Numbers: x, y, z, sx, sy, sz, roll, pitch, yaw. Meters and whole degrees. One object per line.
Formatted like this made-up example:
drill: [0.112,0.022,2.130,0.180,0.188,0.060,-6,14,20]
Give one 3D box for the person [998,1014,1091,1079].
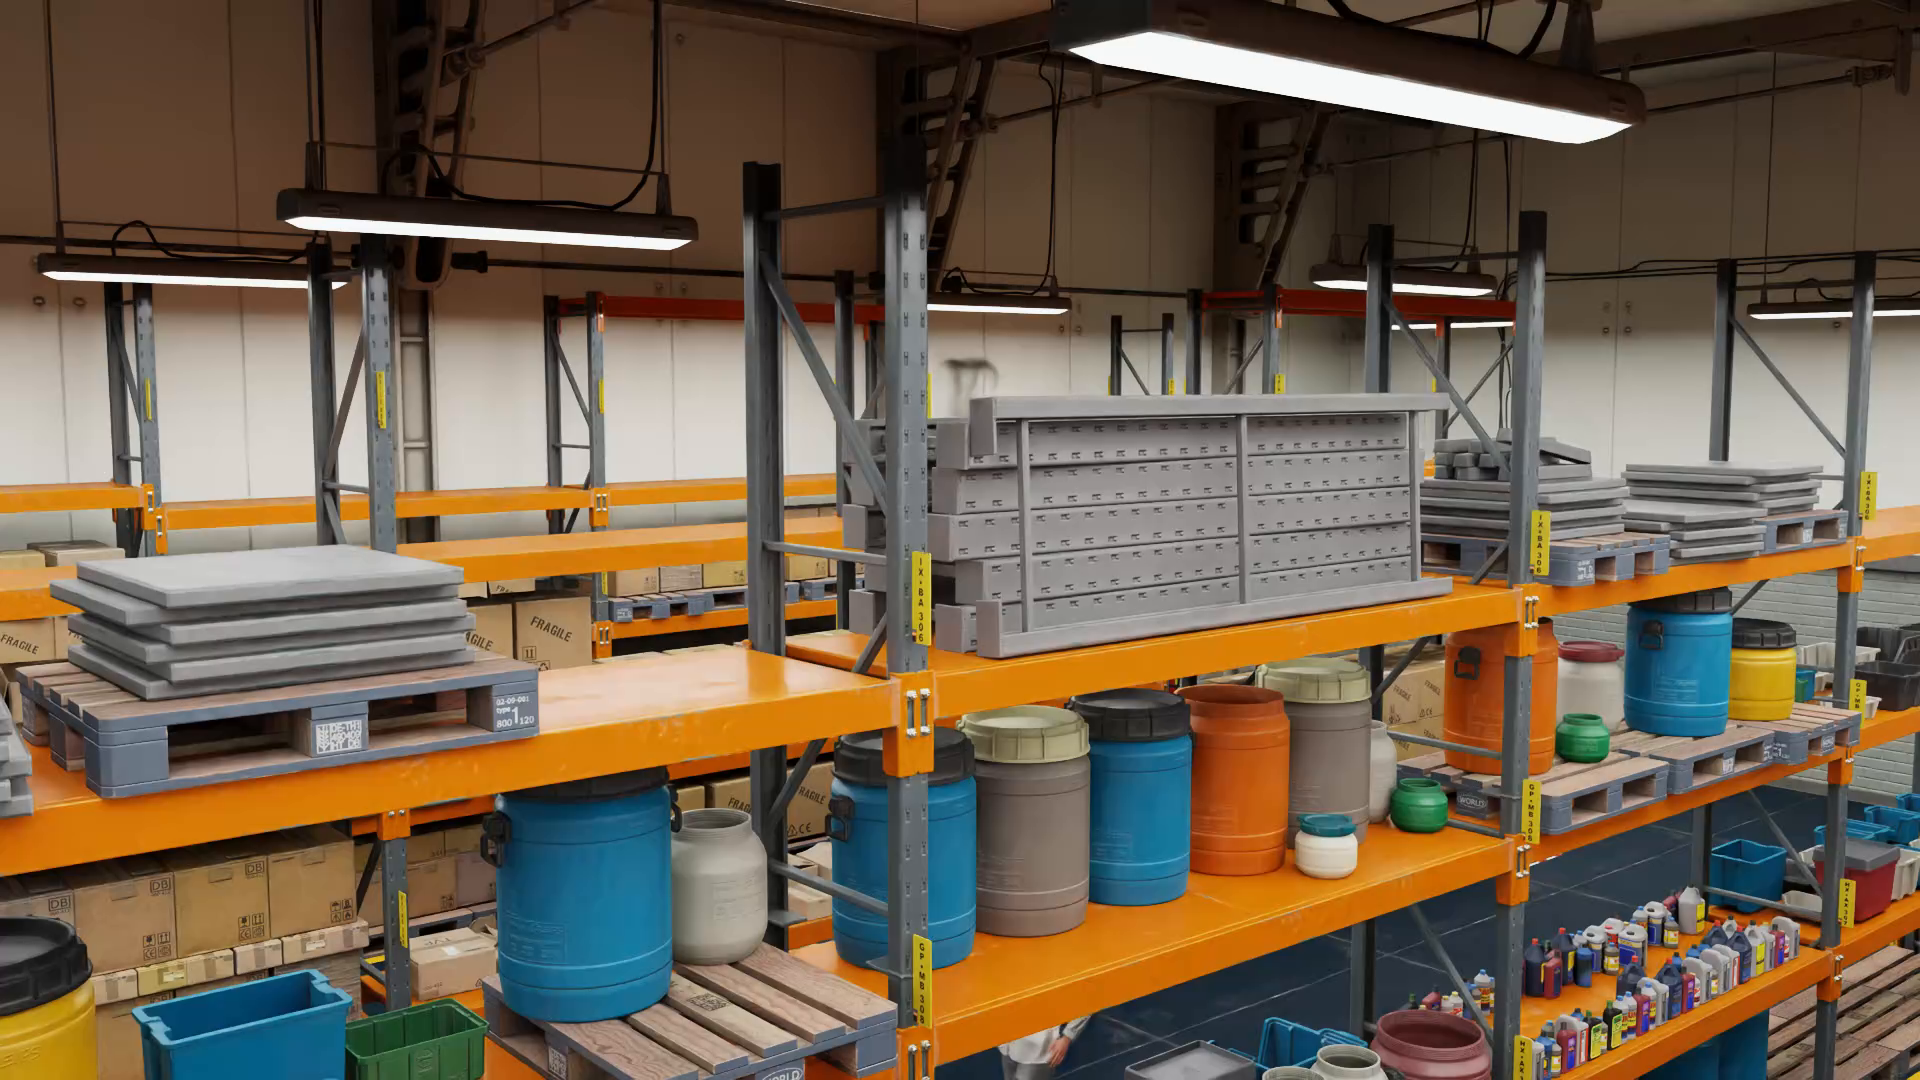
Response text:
person: [0.432,3.260,10.578,0.976,1.773,0.698,-5,7,-40]
